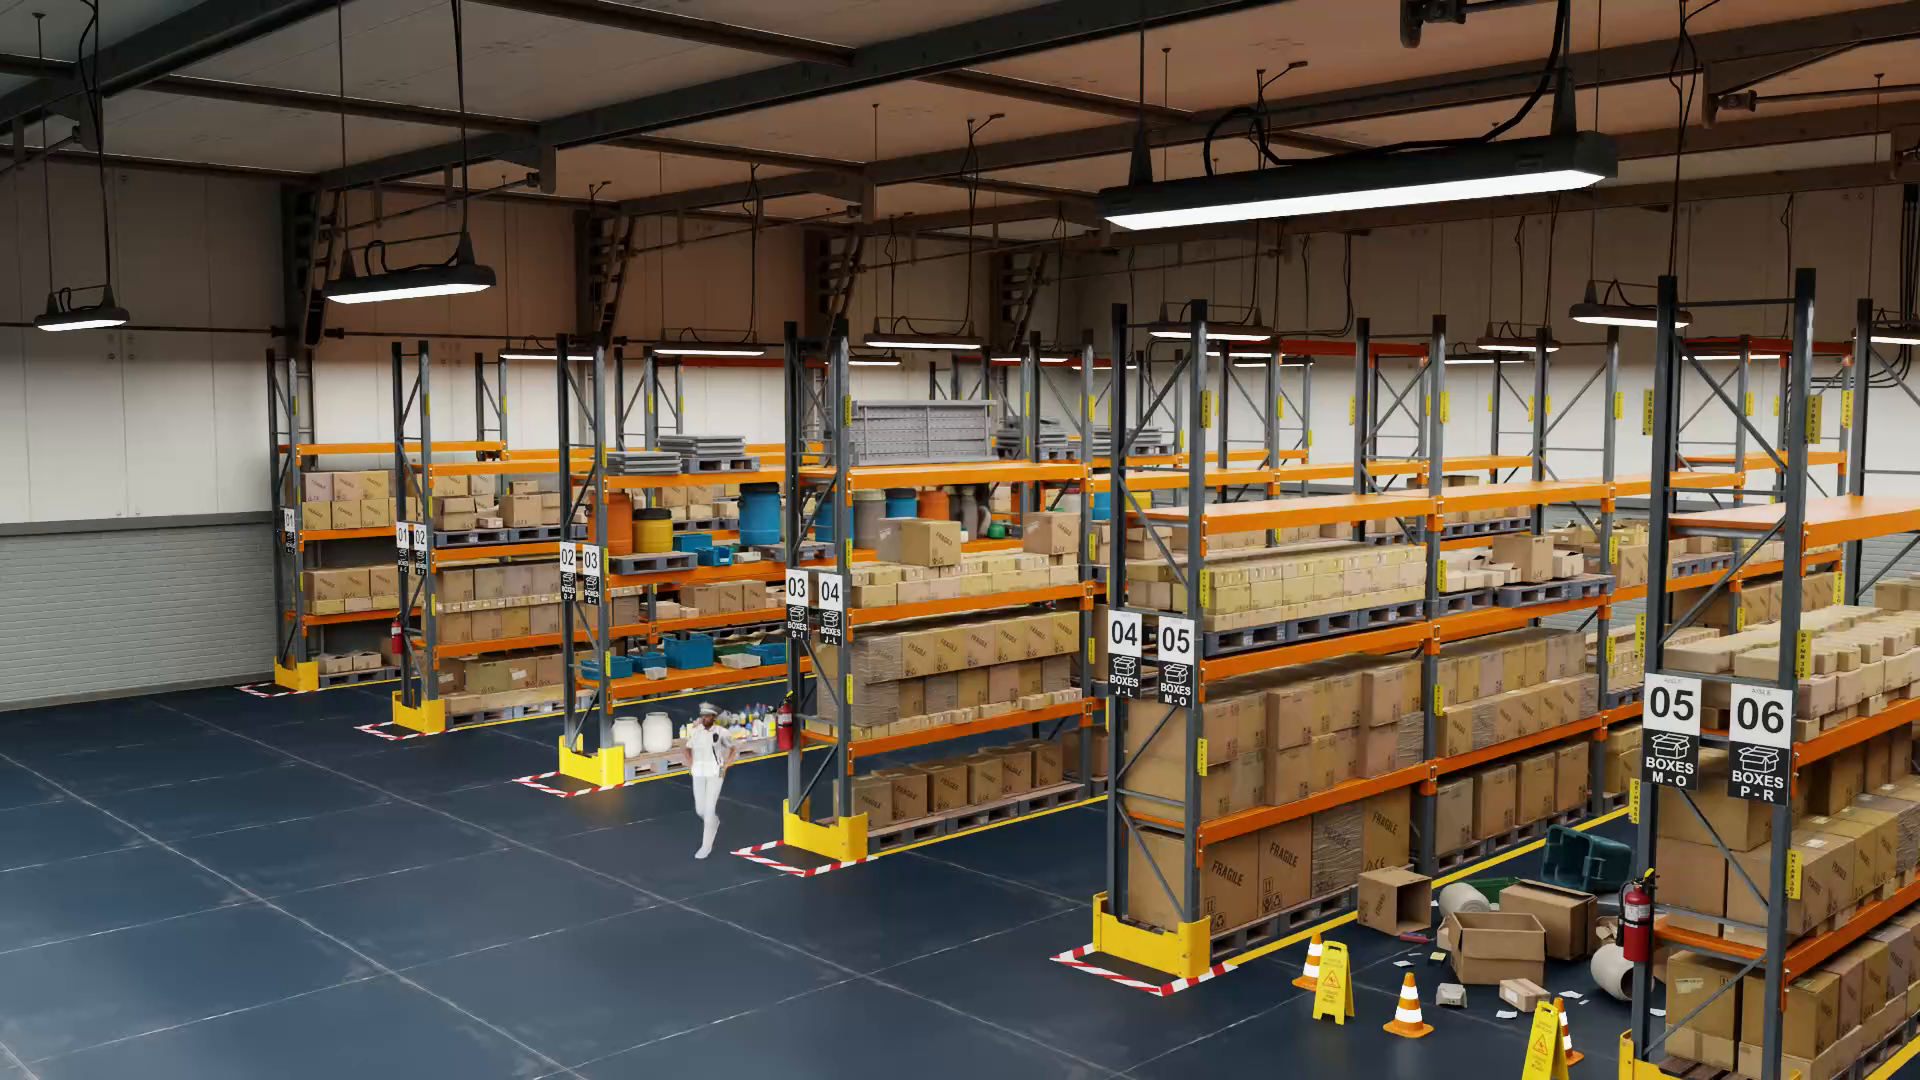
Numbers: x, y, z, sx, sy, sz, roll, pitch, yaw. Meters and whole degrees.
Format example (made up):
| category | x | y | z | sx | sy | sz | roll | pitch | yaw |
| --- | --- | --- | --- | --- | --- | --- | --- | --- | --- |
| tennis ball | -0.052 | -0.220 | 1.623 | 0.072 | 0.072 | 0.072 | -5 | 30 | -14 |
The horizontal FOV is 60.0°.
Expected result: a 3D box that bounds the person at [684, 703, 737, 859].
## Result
| category | x | y | z | sx | sy | sz | roll | pitch | yaw |
| --- | --- | --- | --- | --- | --- | --- | --- | --- | --- |
| person | -2.864 | 2.688 | 18.902 | 0.589 | 1.714 | 0.805 | 1 | 5 | 17 |
